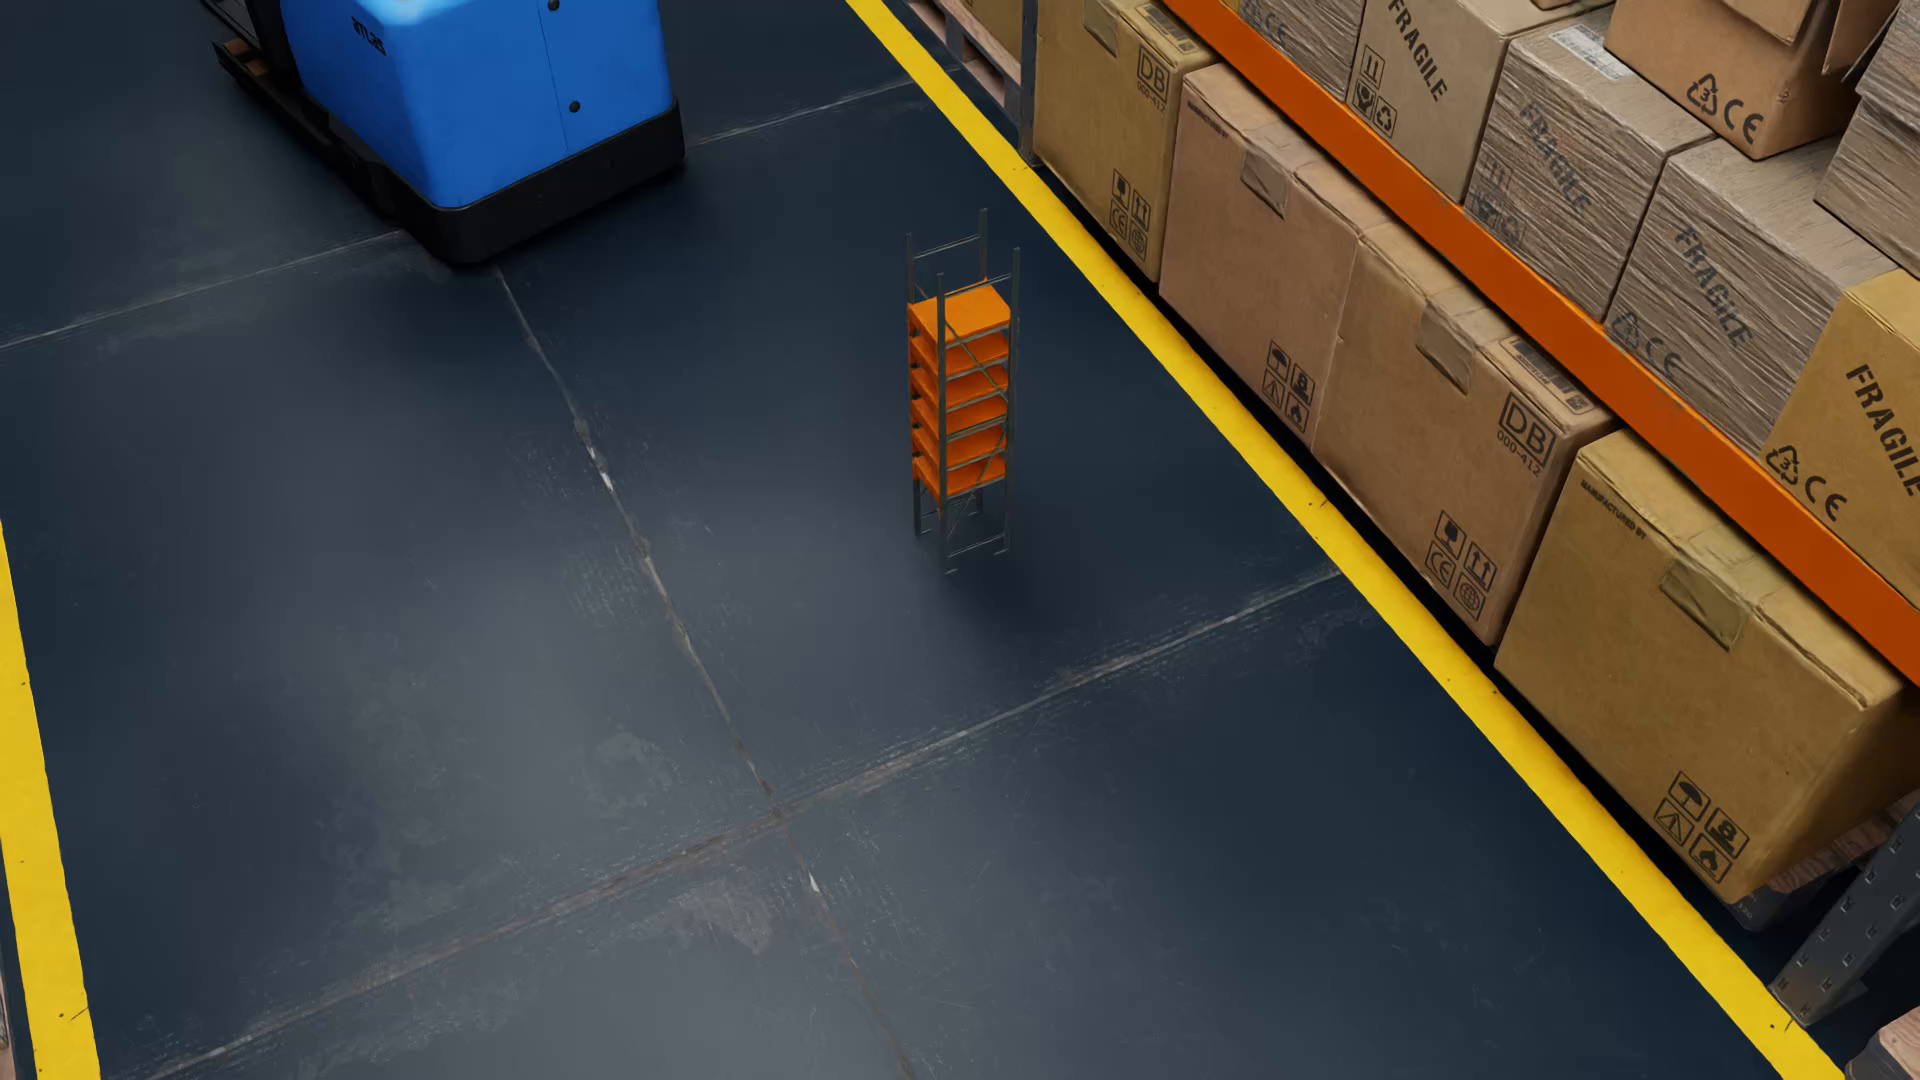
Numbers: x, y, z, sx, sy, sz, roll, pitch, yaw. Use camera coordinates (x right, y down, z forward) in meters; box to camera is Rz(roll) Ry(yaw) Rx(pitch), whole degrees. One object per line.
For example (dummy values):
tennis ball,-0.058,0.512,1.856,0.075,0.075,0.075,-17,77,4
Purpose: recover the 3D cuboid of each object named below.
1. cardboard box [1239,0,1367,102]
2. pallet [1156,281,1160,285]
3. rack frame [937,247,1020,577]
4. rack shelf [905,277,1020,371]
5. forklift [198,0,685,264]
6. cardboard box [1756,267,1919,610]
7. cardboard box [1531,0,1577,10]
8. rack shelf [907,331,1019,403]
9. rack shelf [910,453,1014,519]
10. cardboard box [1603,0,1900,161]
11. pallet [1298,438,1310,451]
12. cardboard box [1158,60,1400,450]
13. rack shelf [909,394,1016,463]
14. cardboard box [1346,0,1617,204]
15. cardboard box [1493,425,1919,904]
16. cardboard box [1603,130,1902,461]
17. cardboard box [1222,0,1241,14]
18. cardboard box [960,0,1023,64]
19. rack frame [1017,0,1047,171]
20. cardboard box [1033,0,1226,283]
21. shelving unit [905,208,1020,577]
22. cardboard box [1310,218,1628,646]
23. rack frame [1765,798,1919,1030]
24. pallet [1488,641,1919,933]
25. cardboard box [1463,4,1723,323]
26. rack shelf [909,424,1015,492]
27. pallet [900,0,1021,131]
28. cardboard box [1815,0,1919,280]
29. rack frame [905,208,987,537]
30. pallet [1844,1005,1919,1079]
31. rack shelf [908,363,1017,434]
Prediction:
cardboard box,1.148,-1.617,4.605,0.500,0.500,0.500,-22,52,-18
pallet,1.120,-1.241,6.195,1.003,0.211,1.213,-21,52,-18
rack frame,0.049,-0.324,4.736,0.240,1.200,0.006,-21,52,-18
rack shelf,0.007,-0.593,4.552,0.258,0.103,0.180,-21,52,-18
forklift,-2.427,-2.998,5.925,1.130,2.935,3.031,-34,57,-26
cardboard box,2.084,-0.250,3.409,0.500,0.500,0.500,-20,52,-16
cardboard box,1.602,-1.714,4.023,0.797,0.503,0.637,-20,52,-16
rack shelf,0.007,-0.514,4.643,0.258,0.103,0.180,-21,52,-18
rack shelf,0.007,-0.198,5.004,0.258,0.103,0.180,-21,52,-18
cardboard box,1.915,-1.267,3.633,0.797,0.503,0.637,-20,52,-17
pallet,1.683,-0.423,5.480,1.003,0.211,1.213,-21,52,-18
cardboard box,1.420,-1.069,5.325,1.225,0.875,0.875,-23,53,-19
rack shelf,0.007,-0.356,4.823,0.258,0.103,0.180,-21,52,-18
cardboard box,1.389,-1.273,4.304,0.500,0.500,0.500,-20,52,-17
cardboard box,2.233,0.120,4.285,1.225,0.875,0.875,-23,53,-19
cardboard box,1.861,-0.586,3.703,0.500,0.500,0.500,-22,52,-18
cardboard box,0.919,-1.952,4.898,0.500,0.500,0.500,-21,52,-17
cardboard box,0.469,-2.557,6.626,0.875,0.875,0.875,-21,52,-18
rack frame,0.700,-2.649,5.574,1.000,3.000,0.127,-21,52,-18
cardboard box,1.011,-1.666,5.847,1.225,0.875,0.875,-21,52,-17
shelving unit,0.007,-0.385,4.790,0.258,1.200,0.189,-21,52,-18
cardboard box,1.832,-0.479,4.809,1.225,0.875,0.875,-21,52,-17
rack frame,2.531,0.028,3.233,1.000,3.000,0.127,-21,52,-18
pallet,2.237,0.392,4.767,1.003,0.211,1.213,-21,52,-18
cardboard box,1.621,-0.932,4.006,0.500,0.500,0.500,-23,53,-19
rack shelf,0.007,-0.277,4.914,0.258,0.103,0.180,-21,52,-18
pallet,0.422,-2.267,7.093,1.003,0.211,1.213,-21,52,-18
cardboard box,2.210,-0.830,3.250,0.797,0.503,0.637,-20,52,-16
rack frame,-0.035,-0.447,4.843,0.240,1.200,0.006,-21,52,-18
pallet,2.887,1.470,3.824,1.003,0.211,1.213,-21,52,-18
rack shelf,0.007,-0.435,4.733,0.258,0.103,0.180,-21,52,-18
